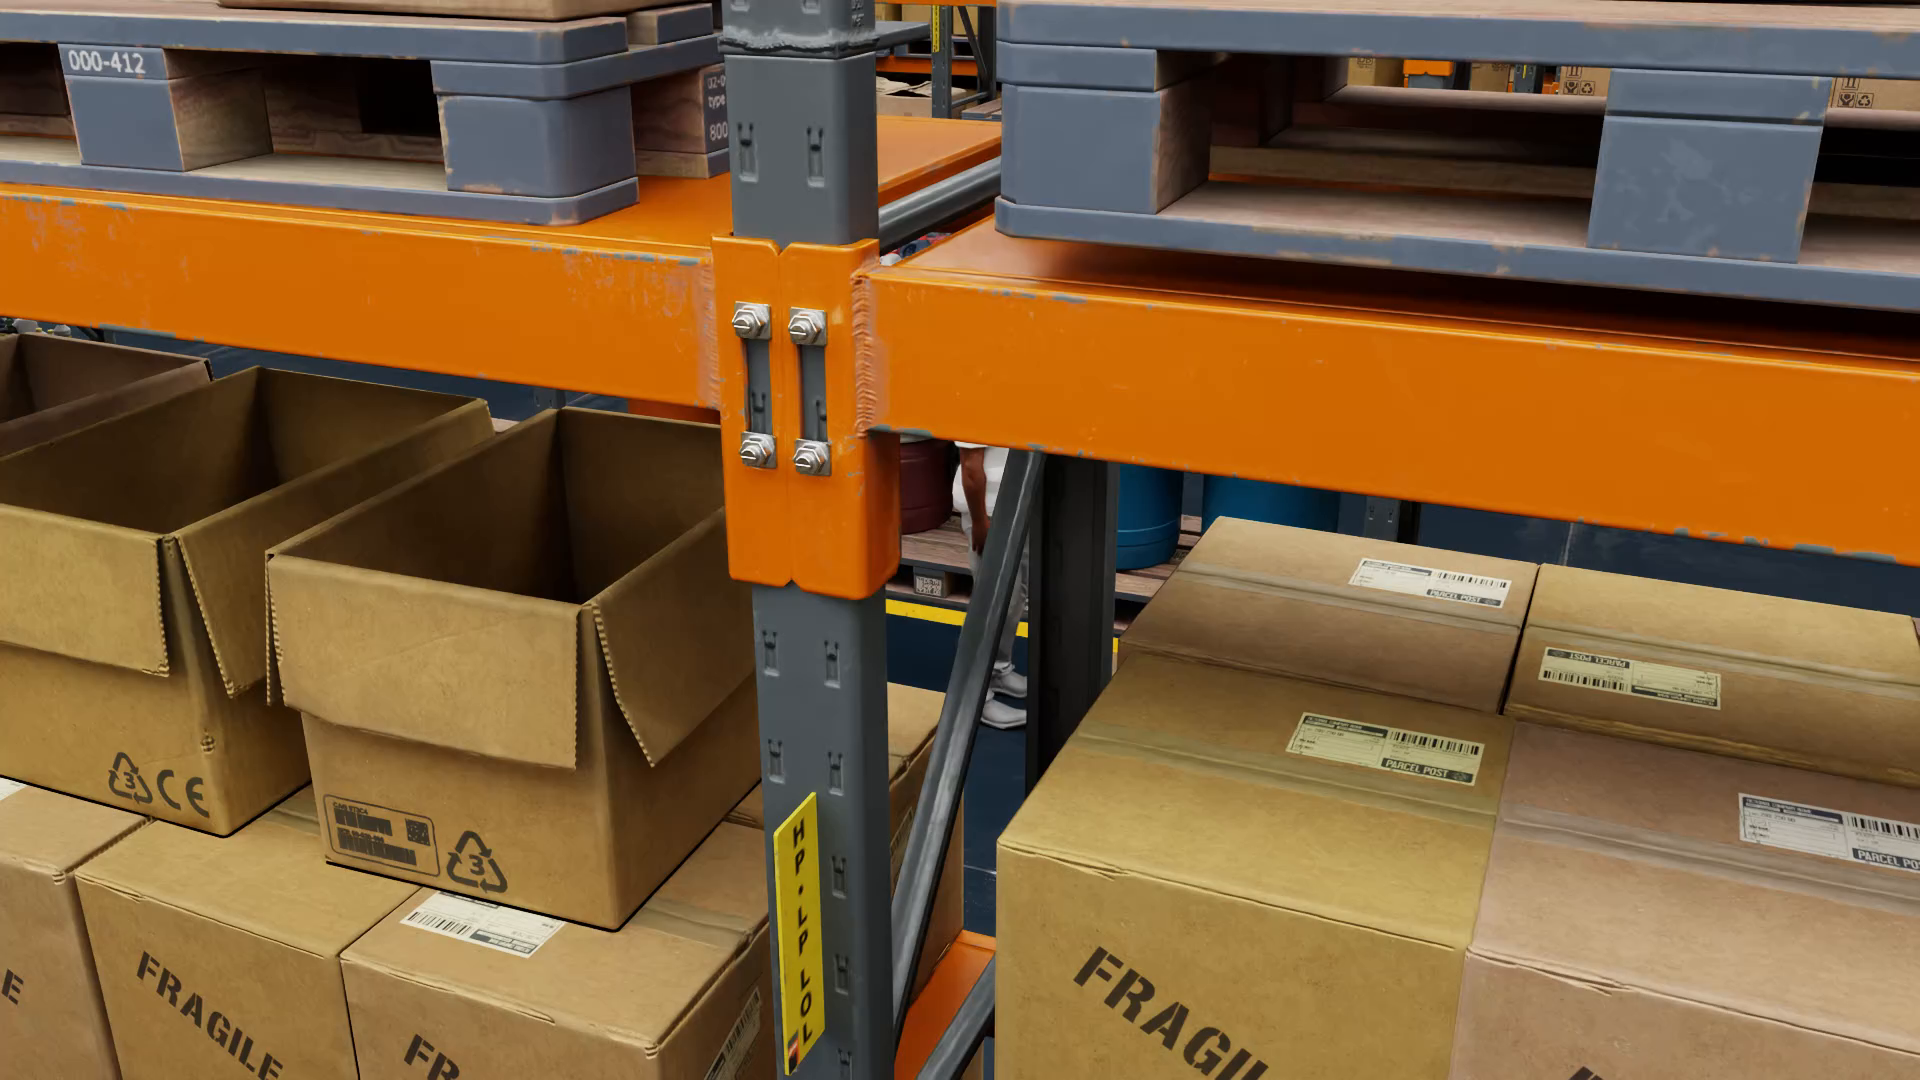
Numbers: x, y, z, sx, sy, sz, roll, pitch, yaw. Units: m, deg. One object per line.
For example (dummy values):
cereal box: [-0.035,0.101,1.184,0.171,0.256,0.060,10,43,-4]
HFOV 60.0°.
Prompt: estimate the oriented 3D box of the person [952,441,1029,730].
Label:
person: [0.158,-0.153,6.435,0.360,1.763,0.565,8,24,19]
